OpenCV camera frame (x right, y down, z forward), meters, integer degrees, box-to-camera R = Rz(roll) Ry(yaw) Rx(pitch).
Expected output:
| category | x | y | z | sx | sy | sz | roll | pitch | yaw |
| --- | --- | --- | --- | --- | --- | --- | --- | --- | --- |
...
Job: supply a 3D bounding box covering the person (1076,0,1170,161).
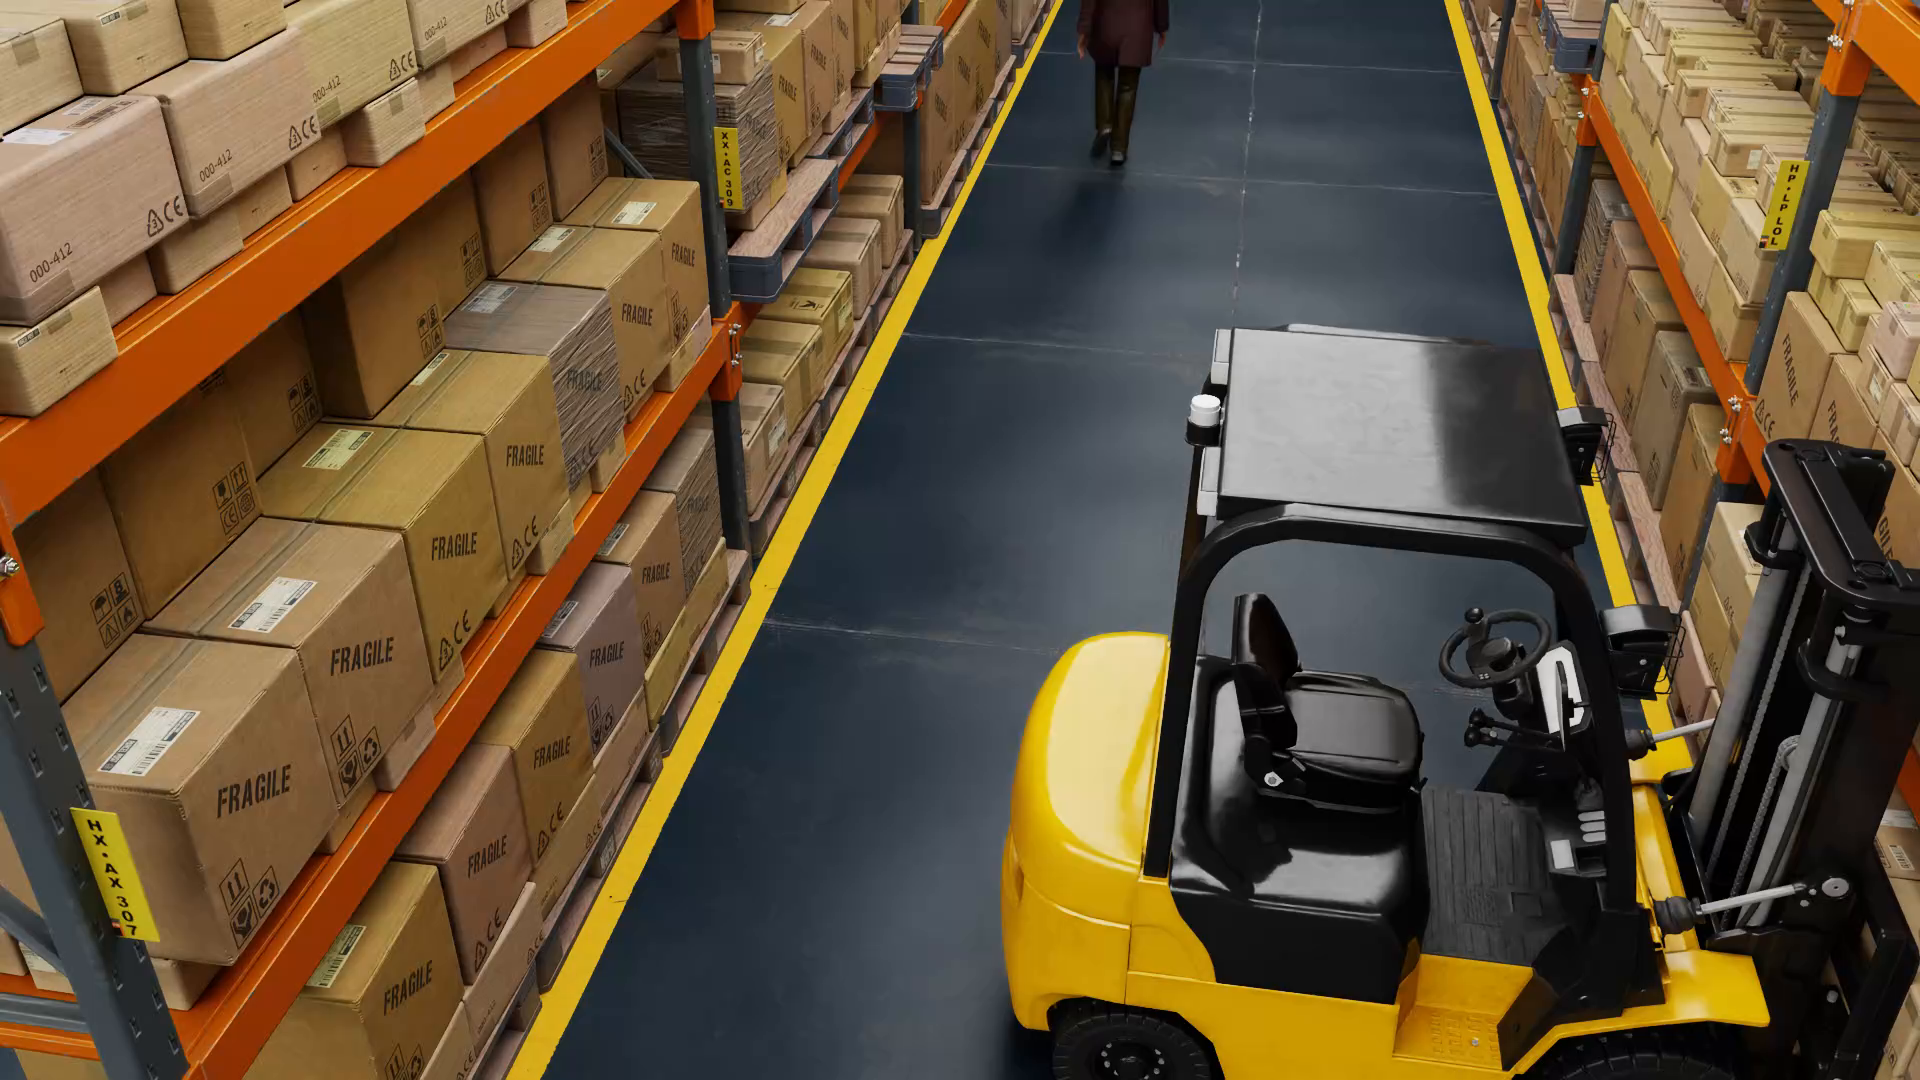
| category | x | y | z | sx | sy | sz | roll | pitch | yaw |
| --- | --- | --- | --- | --- | --- | --- | --- | --- | --- |
| person | 1.170 | -3.573 | 12.009 | 0.659 | 1.752 | 0.582 | 5 | 32 | 8 |
